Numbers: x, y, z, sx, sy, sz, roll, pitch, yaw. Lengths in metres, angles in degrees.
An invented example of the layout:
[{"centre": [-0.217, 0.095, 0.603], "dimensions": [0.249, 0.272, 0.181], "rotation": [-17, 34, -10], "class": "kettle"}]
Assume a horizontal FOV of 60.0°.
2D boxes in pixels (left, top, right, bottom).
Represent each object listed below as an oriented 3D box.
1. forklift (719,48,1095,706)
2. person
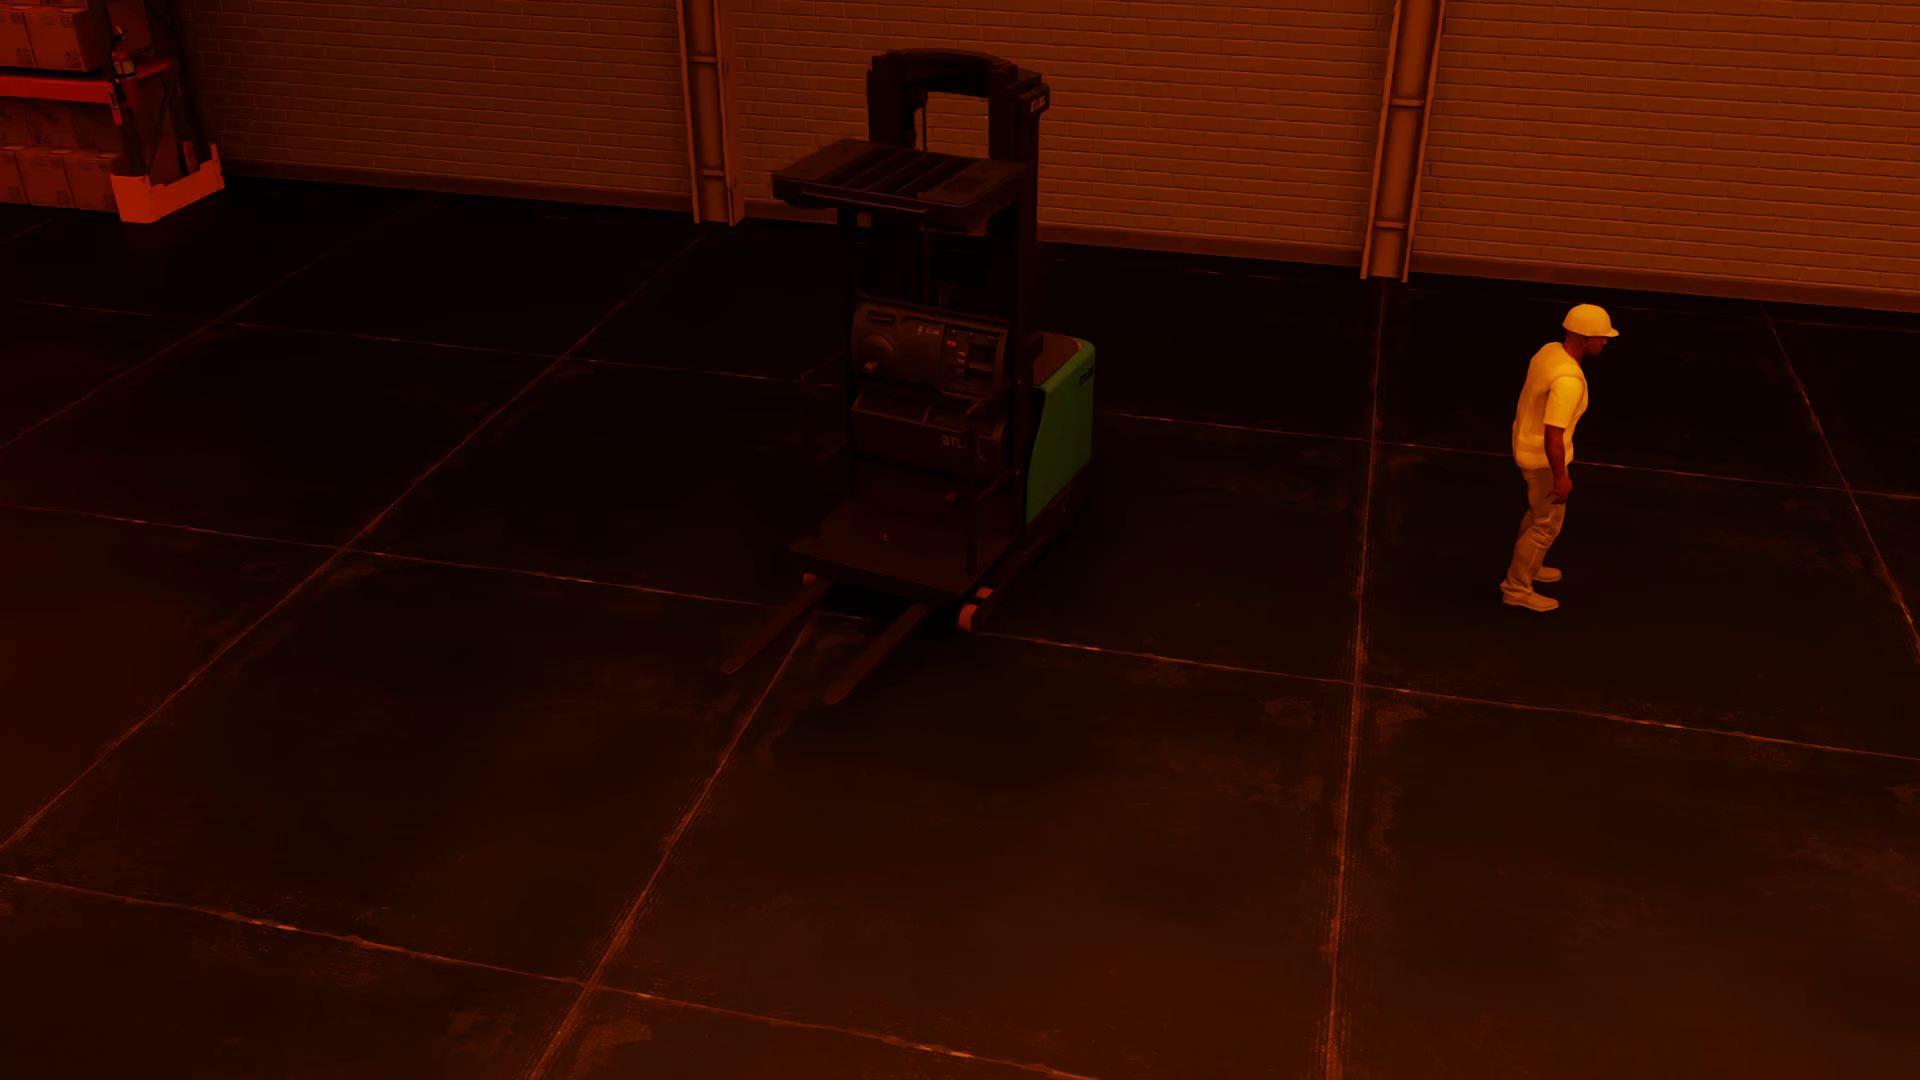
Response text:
[{"centre": [-0.266, -1.004, 8.943], "dimensions": [1.130, 2.935, 3.031], "rotation": [14, 32, 23], "class": "forklift"}, {"centre": [3.272, -0.467, 9.192], "dimensions": [0.442, 1.762, 0.634], "rotation": [6, 30, 10], "class": "person"}]
